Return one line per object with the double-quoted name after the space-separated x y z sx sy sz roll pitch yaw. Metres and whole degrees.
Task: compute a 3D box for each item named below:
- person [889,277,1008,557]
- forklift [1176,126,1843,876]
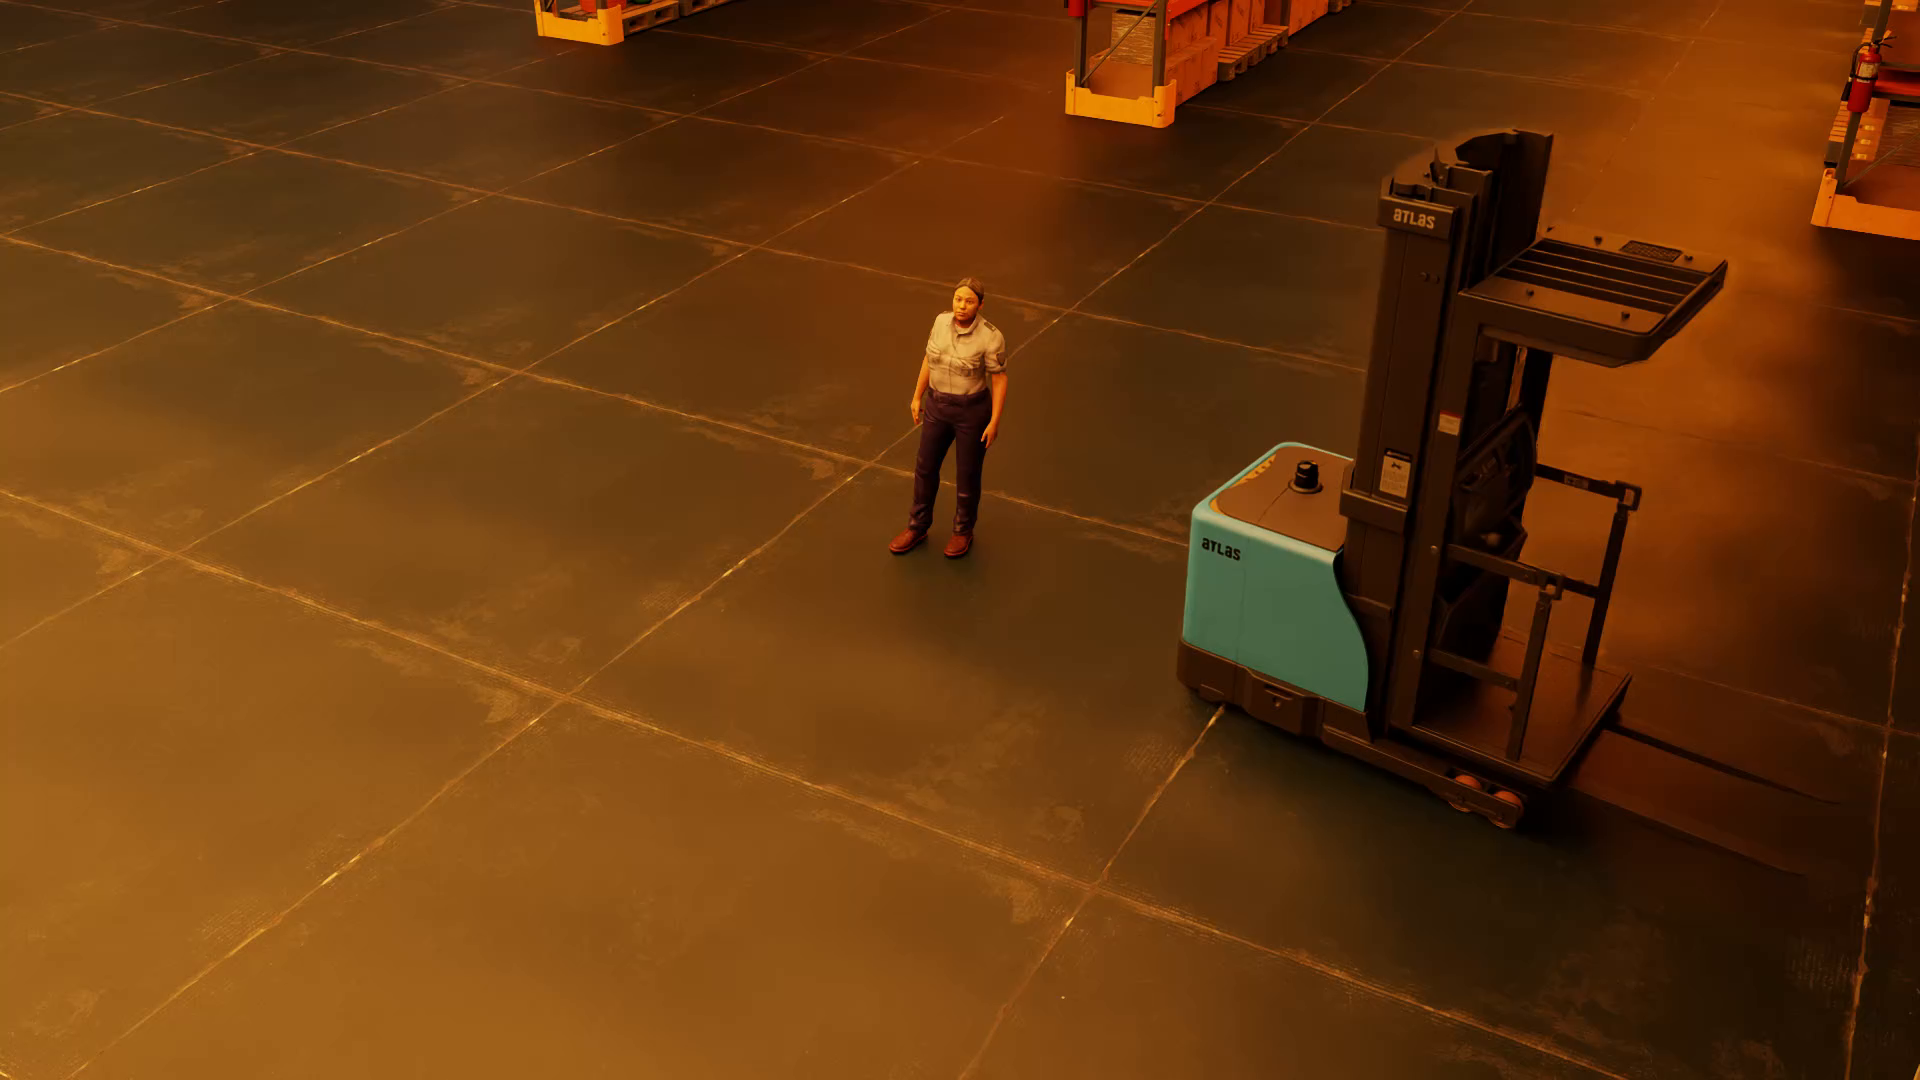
-0.064 -0.685 9.529 0.598 1.651 0.502 15 33 25 "person"
2.601 -0.240 7.486 3.031 2.935 1.130 21 36 32 "forklift"
